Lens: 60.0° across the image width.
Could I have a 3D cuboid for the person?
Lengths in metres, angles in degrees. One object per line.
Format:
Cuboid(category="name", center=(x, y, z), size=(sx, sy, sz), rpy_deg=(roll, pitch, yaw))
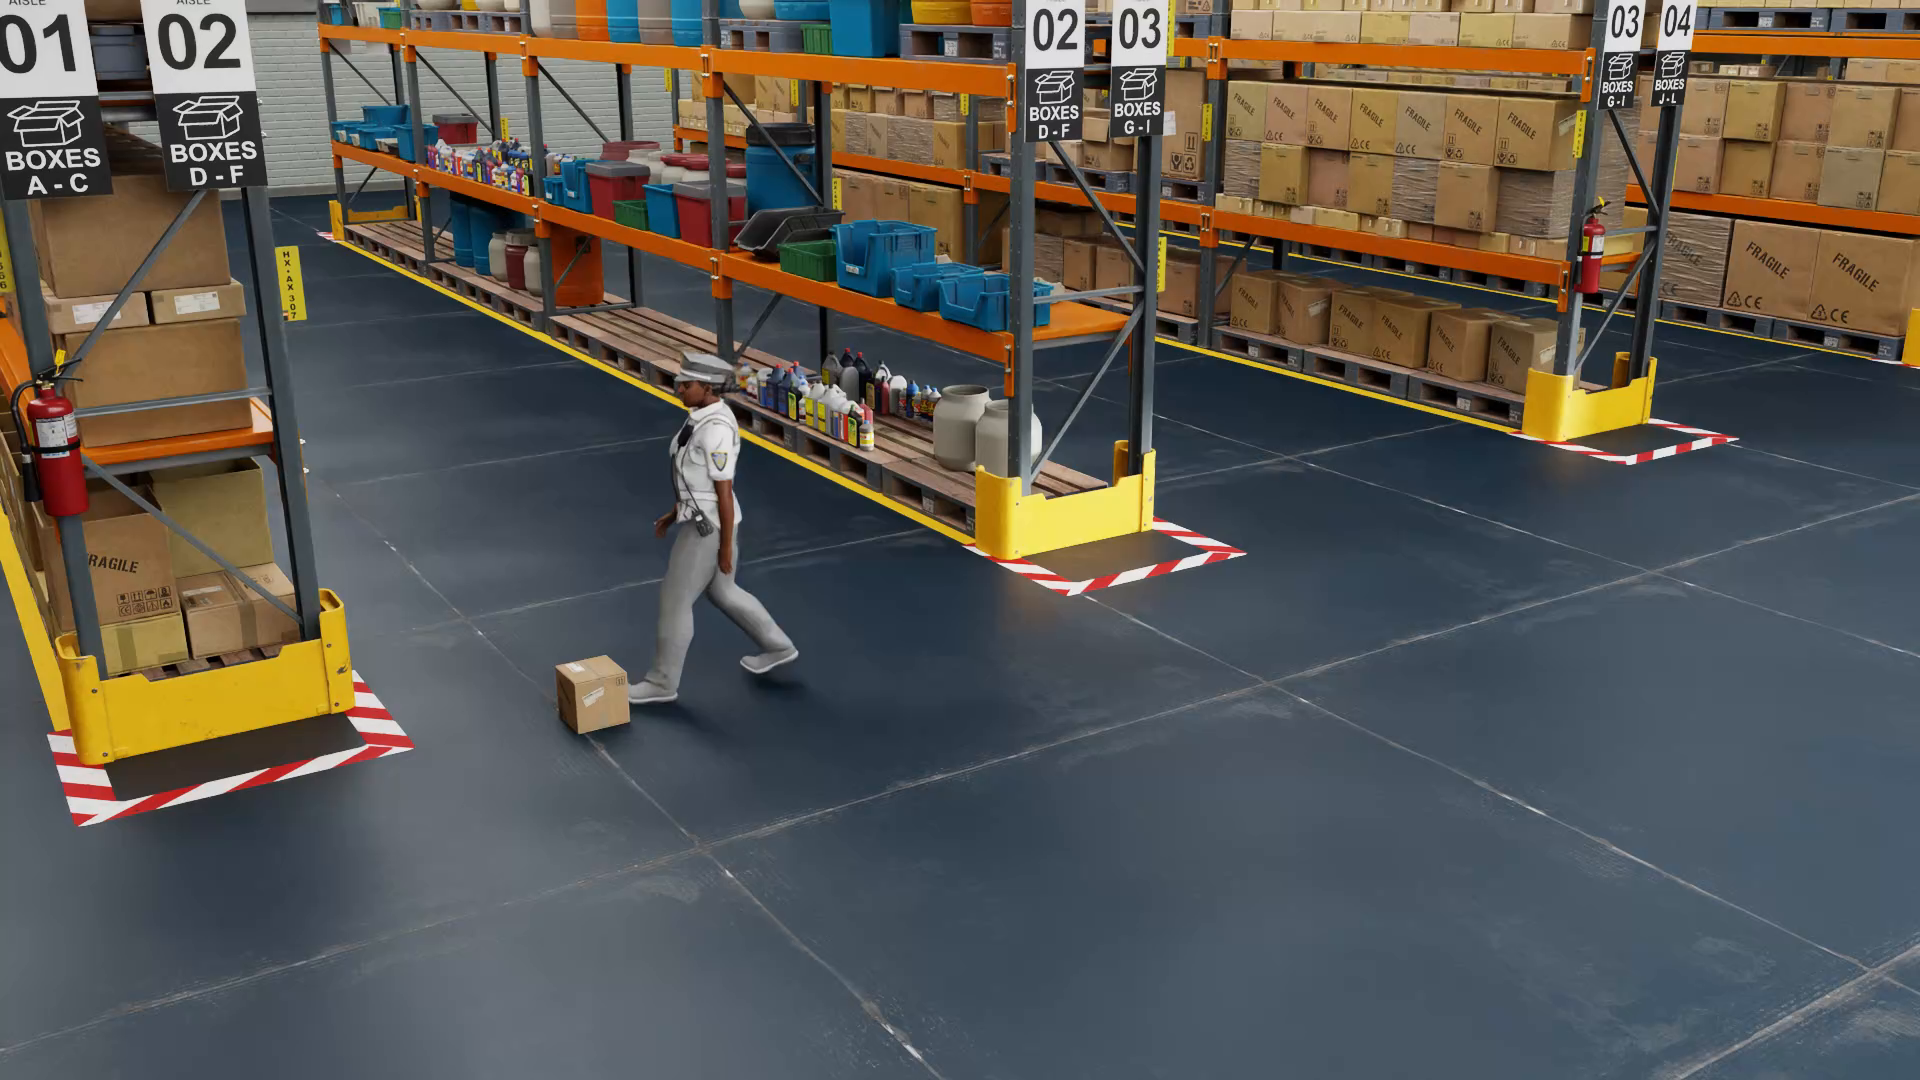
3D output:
Cuboid(category="person", center=(-1.210, -0.077, 7.749), size=(0.881, 1.638, 0.449), rpy_deg=(-3, 18, -8))
